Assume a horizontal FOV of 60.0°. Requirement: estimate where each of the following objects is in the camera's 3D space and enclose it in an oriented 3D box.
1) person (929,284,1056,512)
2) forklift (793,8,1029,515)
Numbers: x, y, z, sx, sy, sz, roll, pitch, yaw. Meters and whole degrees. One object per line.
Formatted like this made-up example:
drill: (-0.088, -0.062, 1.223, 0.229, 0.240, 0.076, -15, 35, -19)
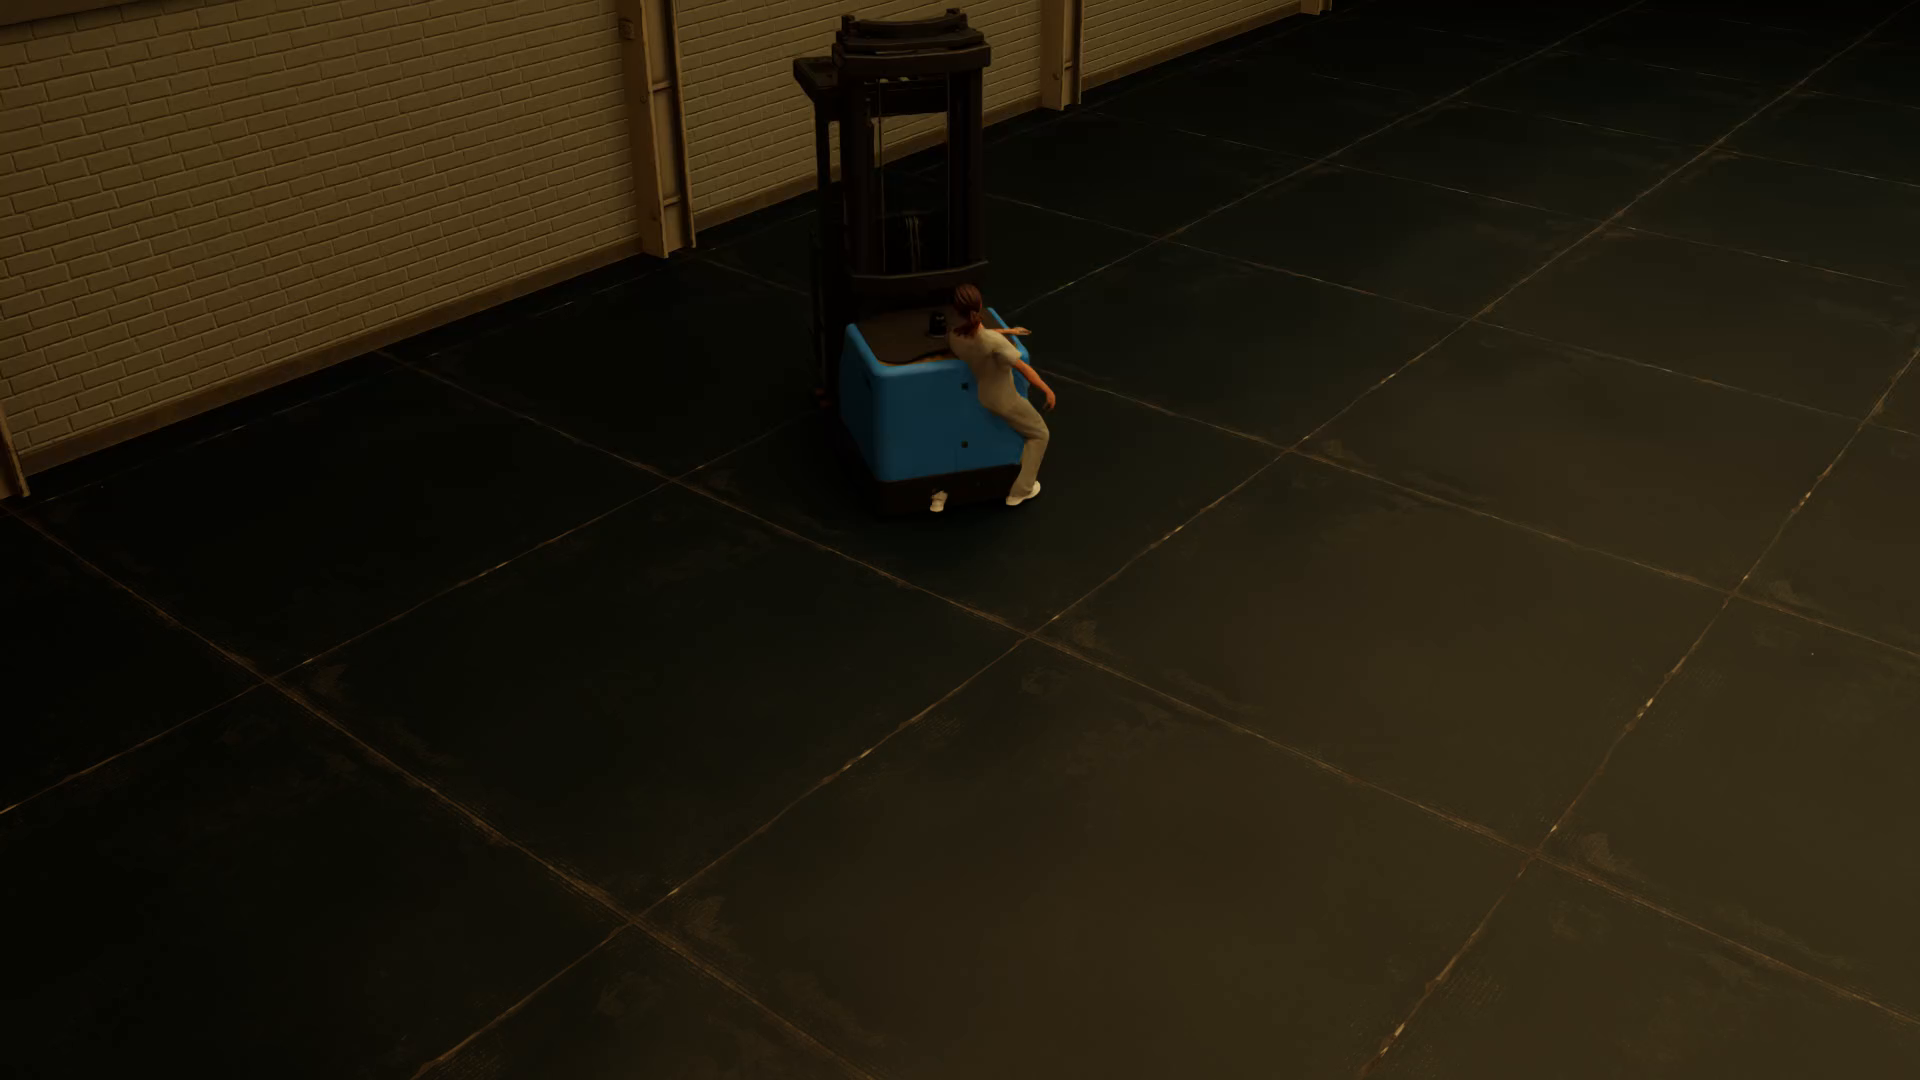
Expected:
person: (0.244, -0.923, 10.539, 0.766, 1.533, 0.776, 11, 32, 18)
forklift: (-0.464, -2.157, 11.287, 1.130, 2.935, 3.031, -9, 31, -15)
